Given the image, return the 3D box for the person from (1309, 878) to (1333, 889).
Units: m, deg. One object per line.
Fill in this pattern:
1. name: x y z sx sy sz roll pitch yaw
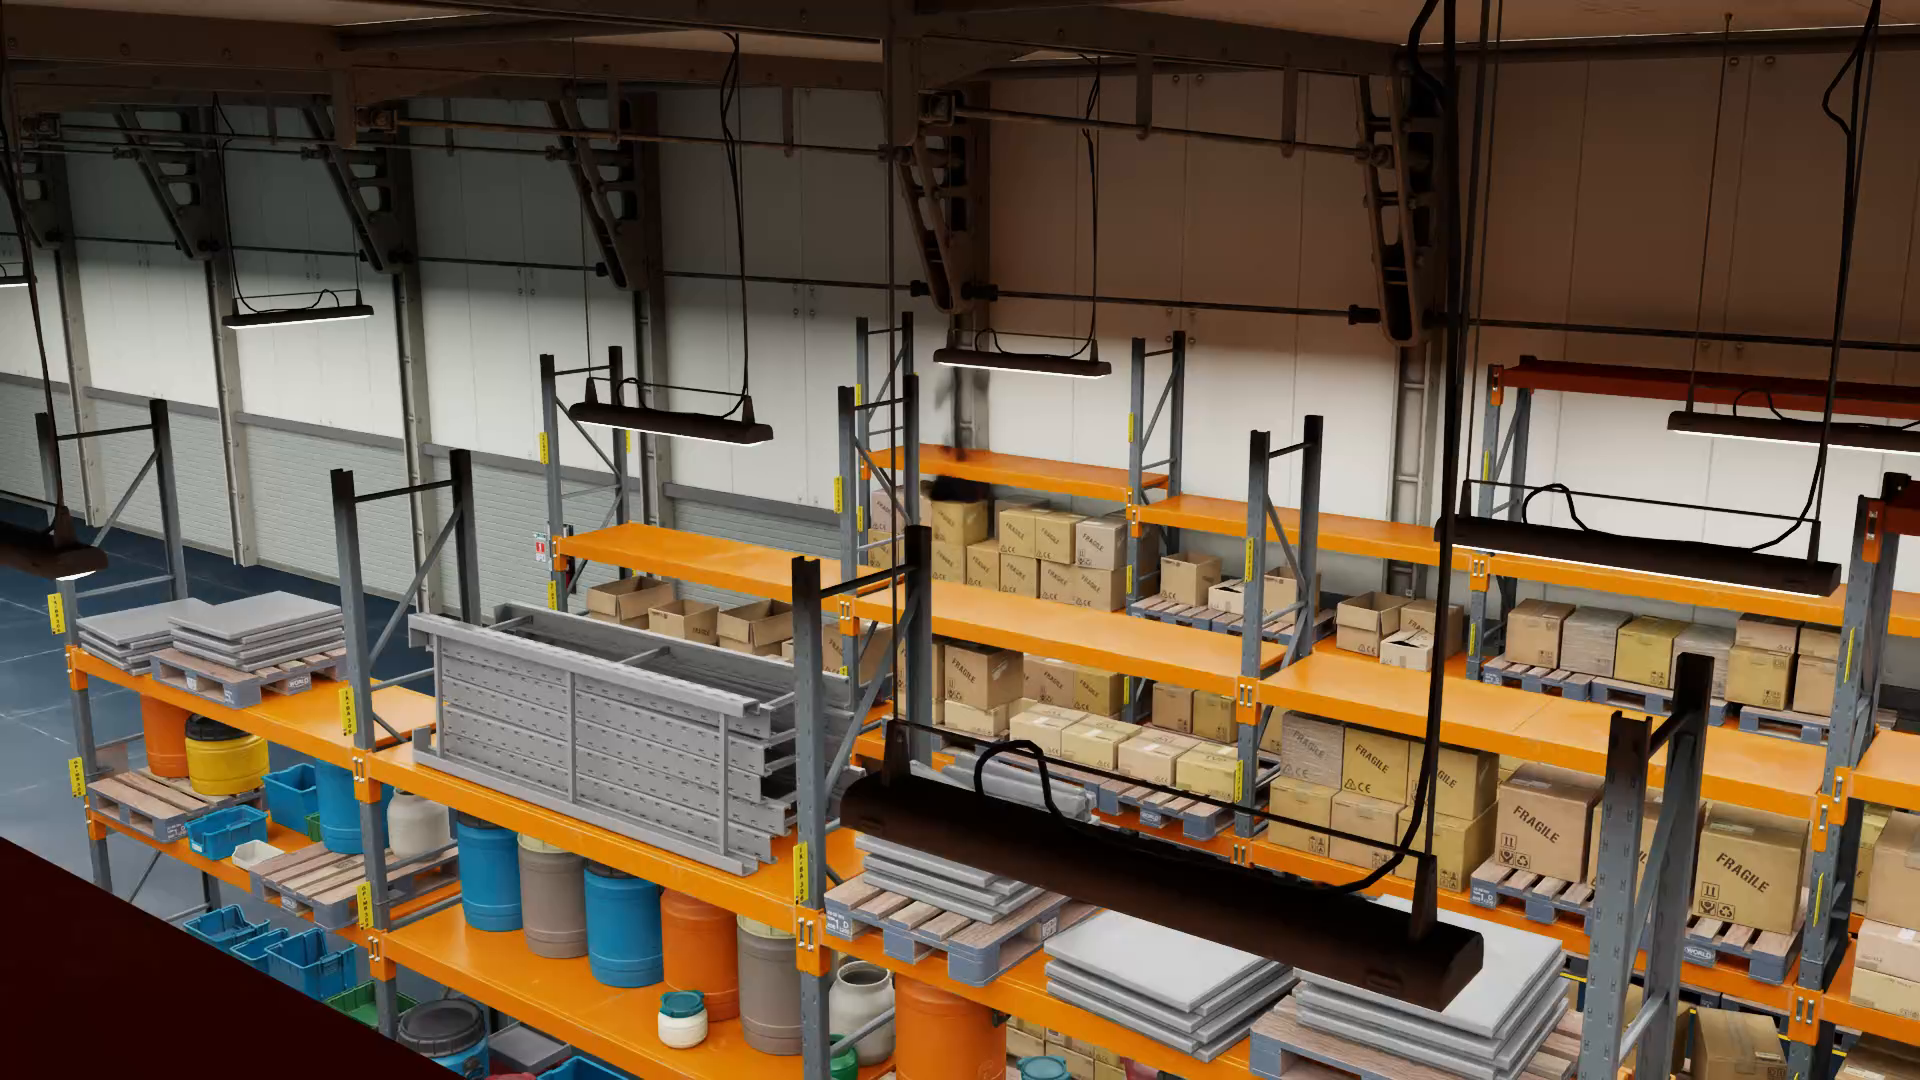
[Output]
1. person: 3.295 3.773 15.331 0.585 1.682 0.661 11 17 40
